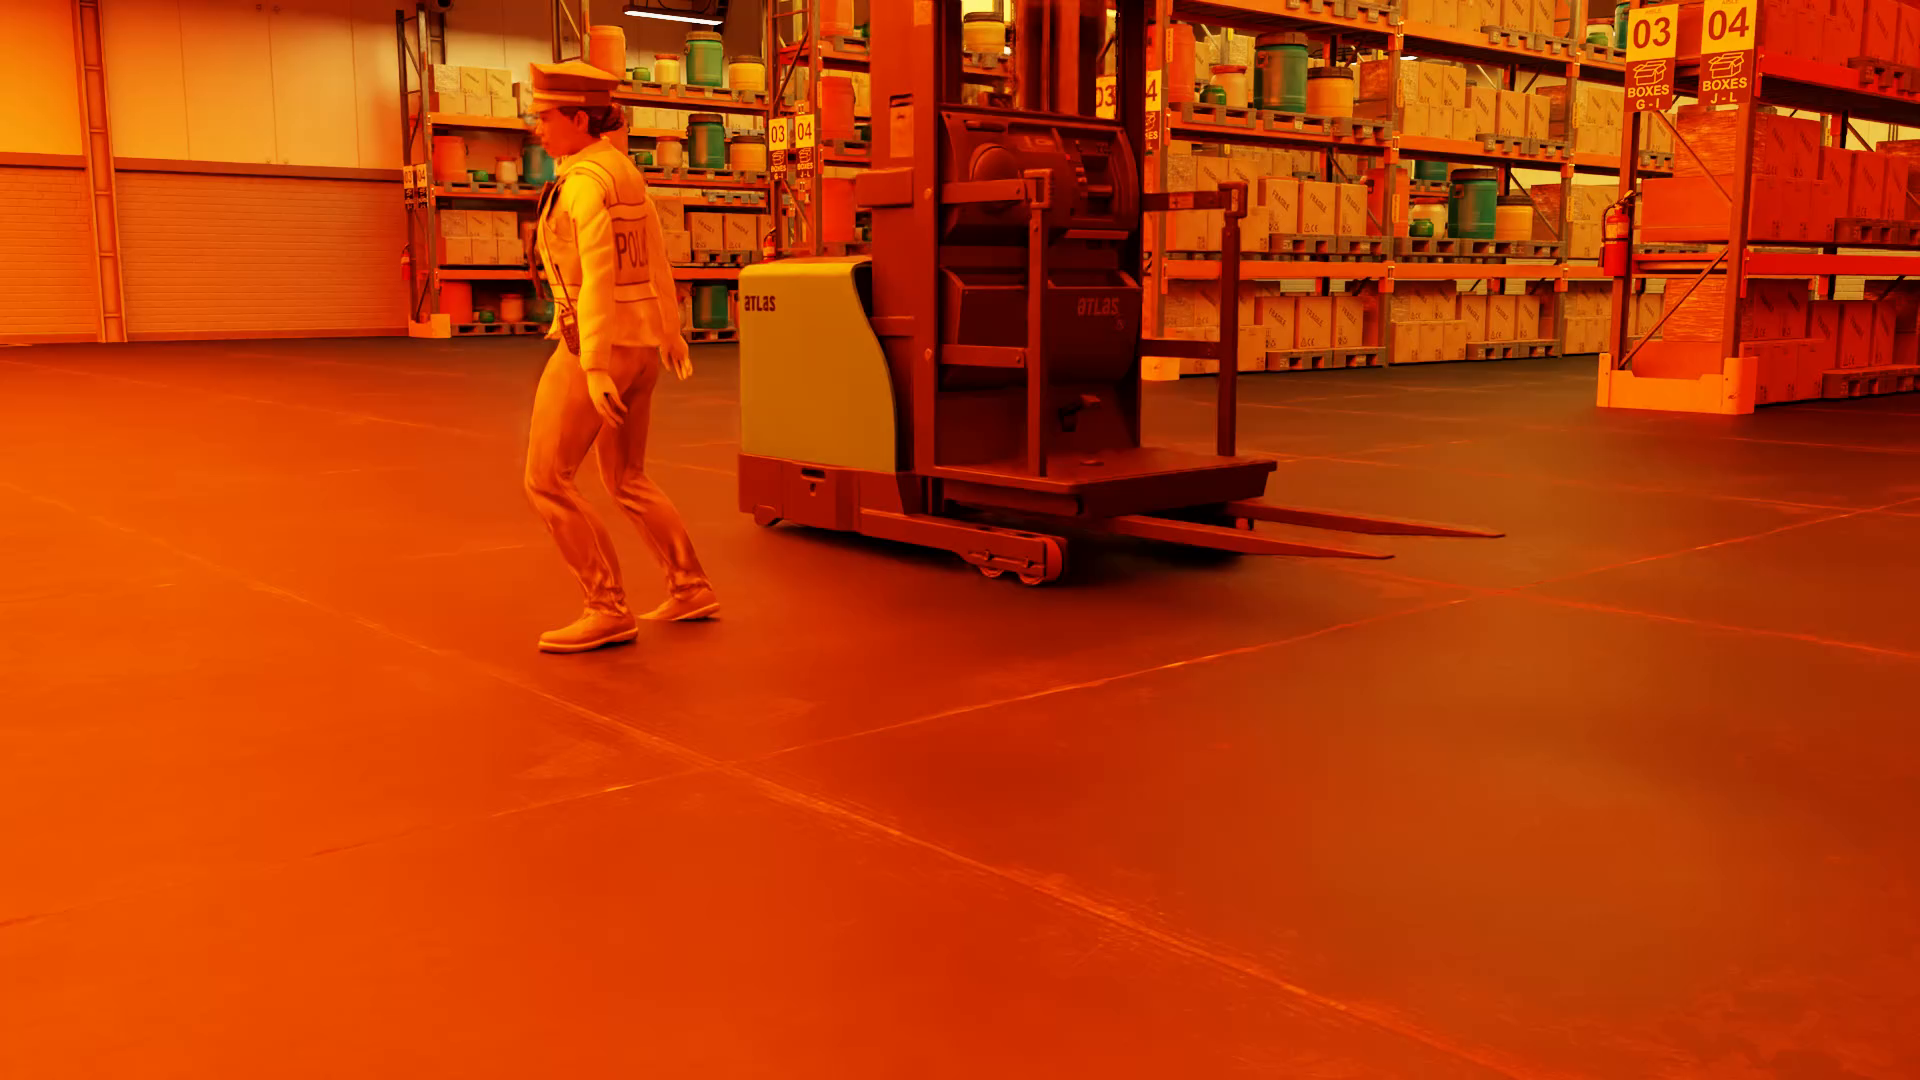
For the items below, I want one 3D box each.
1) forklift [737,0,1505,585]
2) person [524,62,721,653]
[{"bbox_3d":[0.446,-1.384,5.899,1.130,2.935,3.031,-8,12,-41],"label":"forklift"},{"bbox_3d":[-0.959,-0.513,4.787,0.440,1.647,0.799,2,9,10],"label":"person"}]
